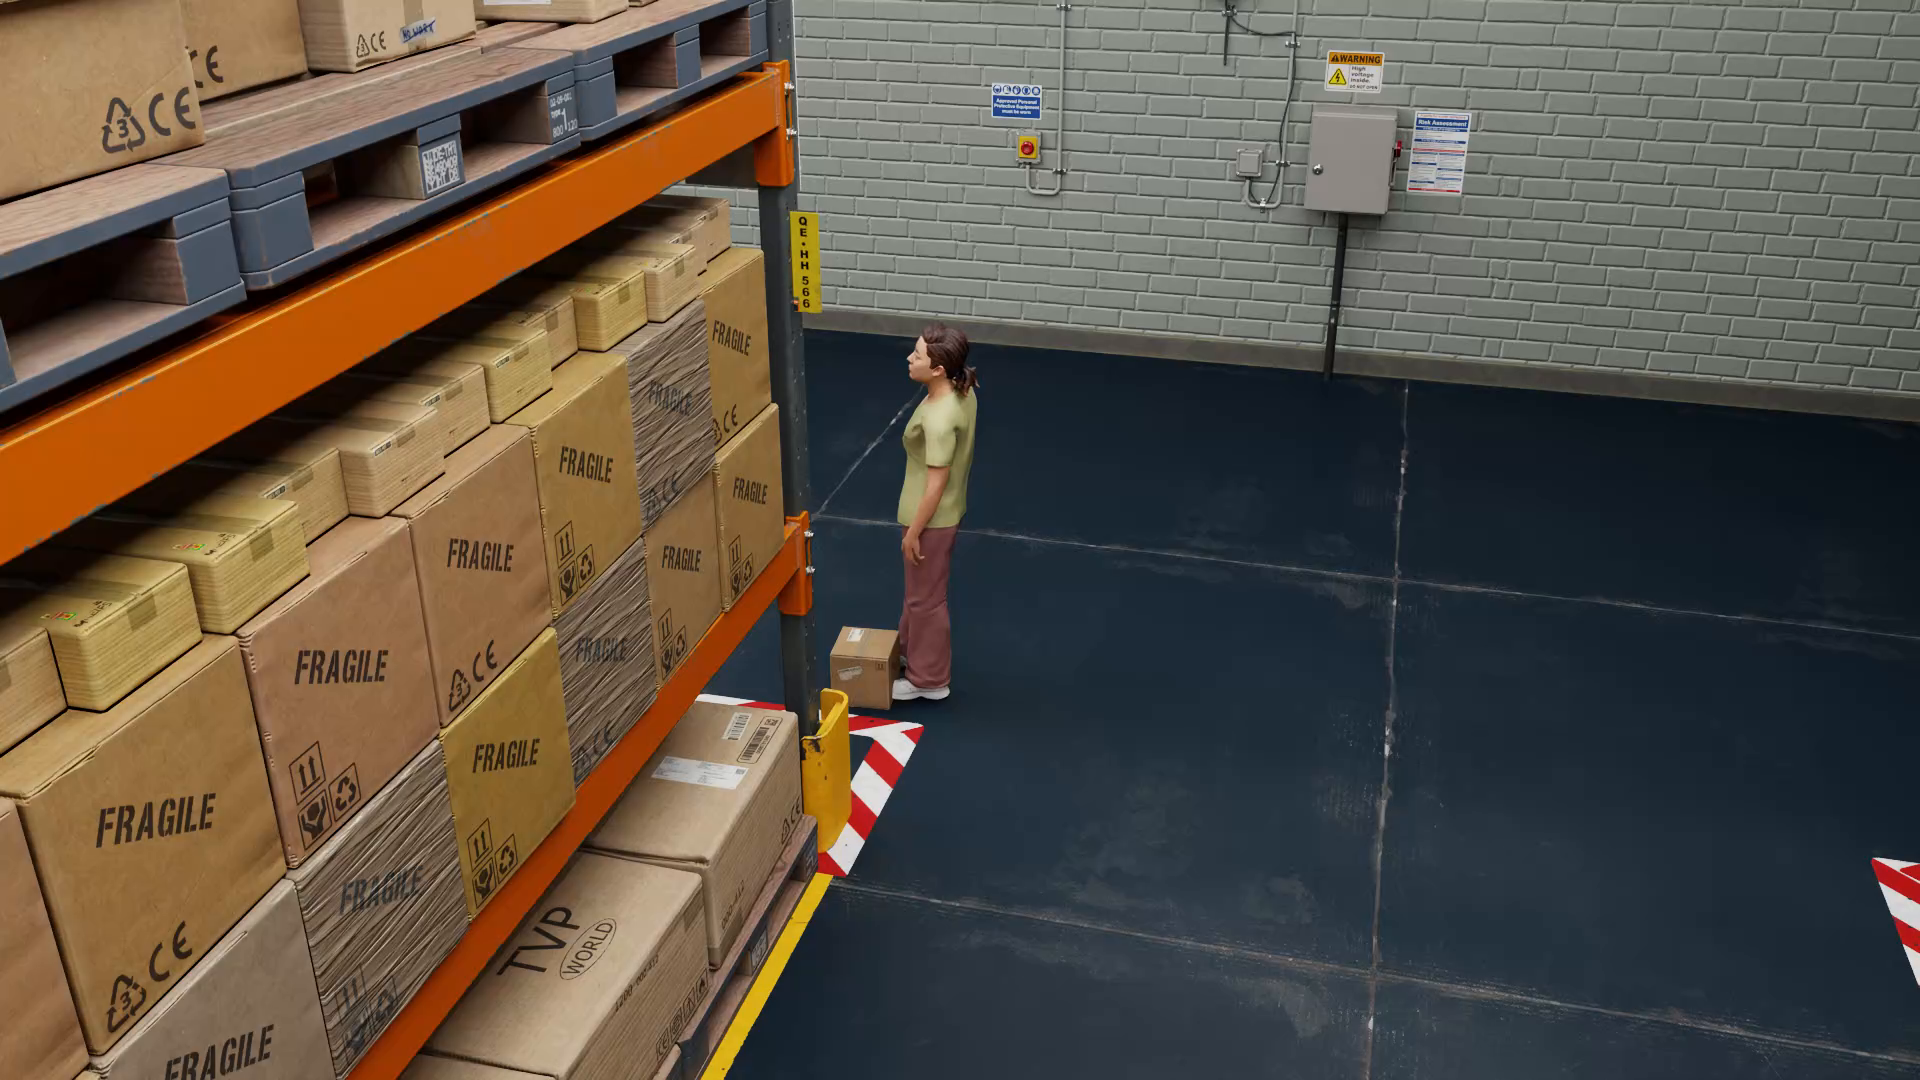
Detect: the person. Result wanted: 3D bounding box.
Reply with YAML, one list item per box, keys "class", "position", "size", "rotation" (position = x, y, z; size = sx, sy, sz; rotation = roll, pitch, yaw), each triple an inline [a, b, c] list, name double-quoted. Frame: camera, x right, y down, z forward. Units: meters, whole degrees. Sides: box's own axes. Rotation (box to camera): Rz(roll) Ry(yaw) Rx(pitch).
- class: "person"
  position: [-0.183, -0.100, 6.799]
  size: [0.549, 1.676, 0.554]
  rotation: [5, 26, 11]
